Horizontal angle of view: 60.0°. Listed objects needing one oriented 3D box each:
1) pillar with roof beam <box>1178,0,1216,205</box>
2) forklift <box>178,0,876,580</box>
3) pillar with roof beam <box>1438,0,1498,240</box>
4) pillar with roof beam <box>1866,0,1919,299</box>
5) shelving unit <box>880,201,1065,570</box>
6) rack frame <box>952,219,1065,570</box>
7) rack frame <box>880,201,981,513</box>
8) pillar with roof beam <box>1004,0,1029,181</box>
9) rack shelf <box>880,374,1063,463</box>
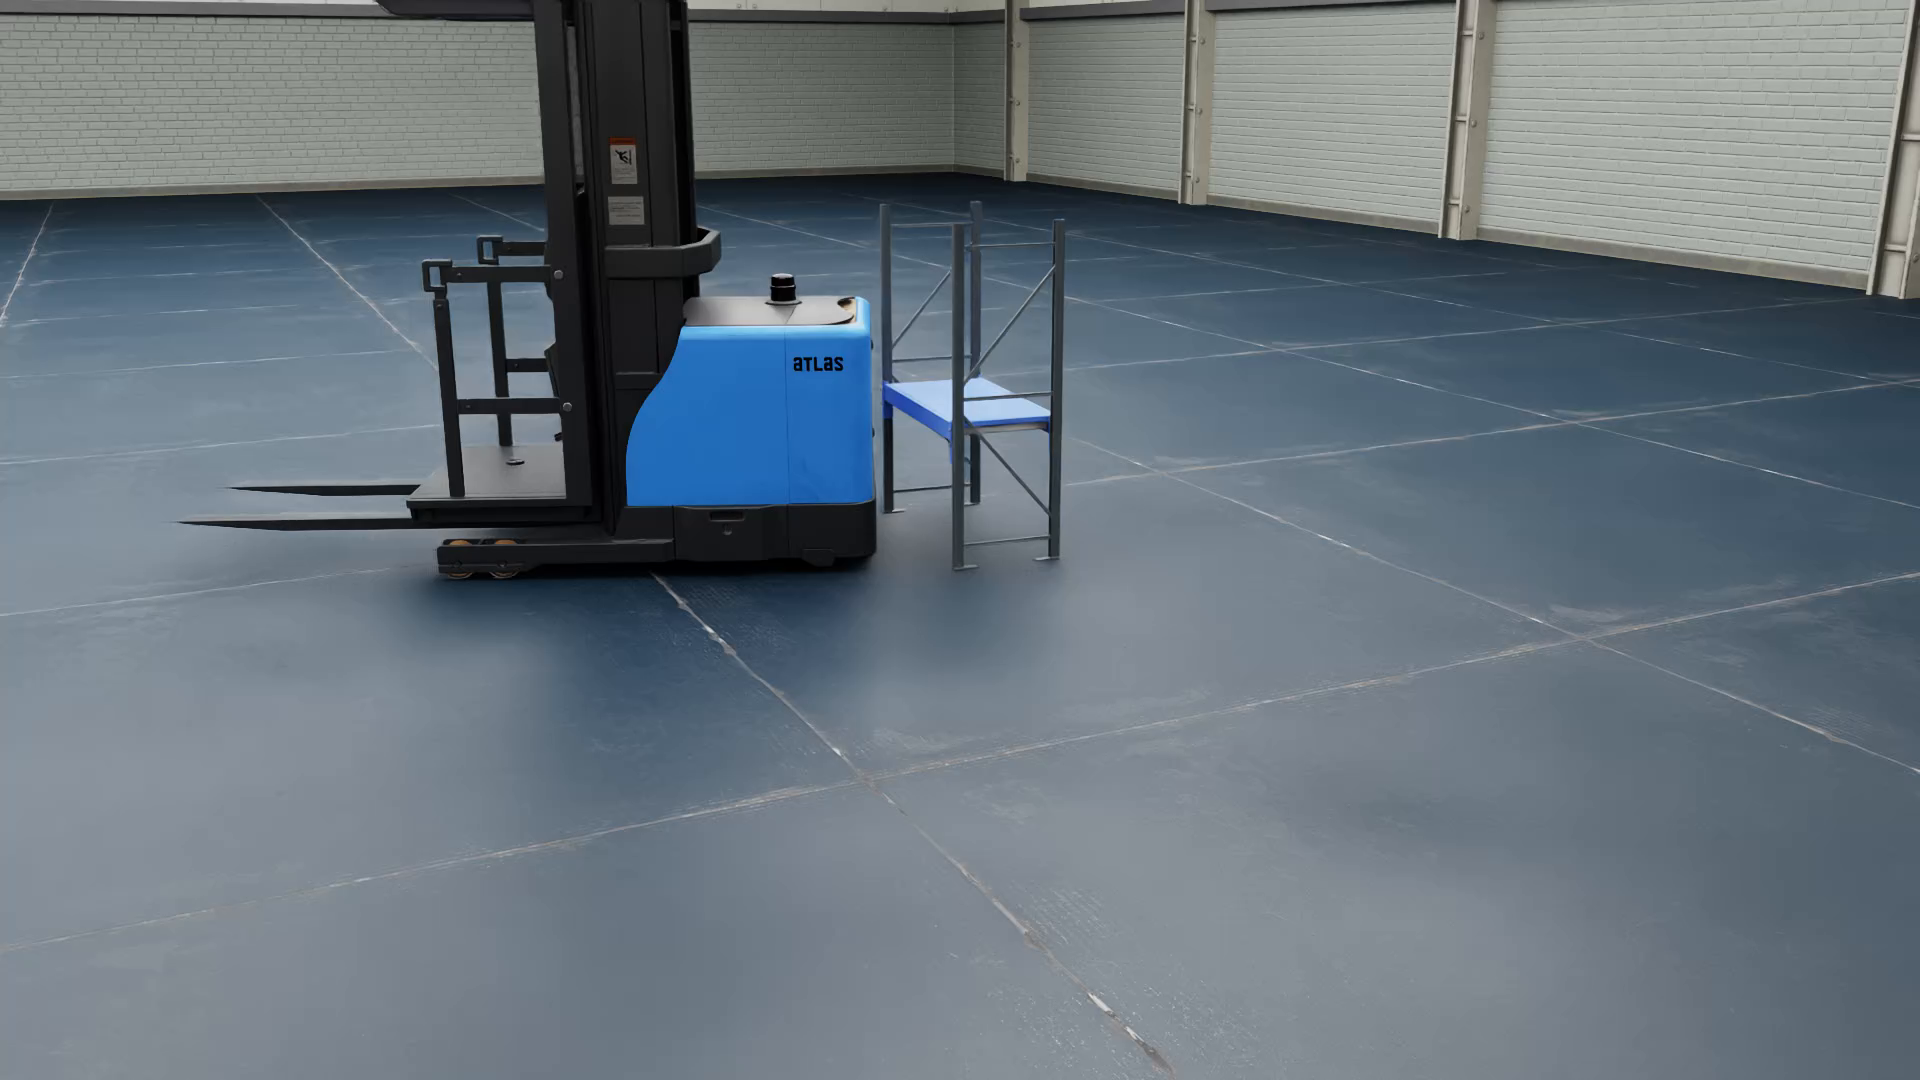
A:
[{"bbox_3d":[-0.190,-9.117,23.206,9.100,9.000,0.400,-8,18,-25],"label":"pillar with roof beam"},{"bbox_3d":[-1.904,-1.389,7.276,3.031,2.935,1.130,-1,16,-3],"label":"forklift"},{"bbox_3d":[2.439,-7.629,18.022,9.100,9.000,0.400,-8,18,-25],"label":"pillar with roof beam"},{"bbox_3d":[5.067,-6.141,12.837,9.100,9.000,0.400,-8,18,-25],"label":"pillar with roof beam"},{"bbox_3d":[0.034,-0.747,7.635,0.538,1.500,1.048,-6,17,-19],"label":"shelving unit"},{"bbox_3d":[0.206,-0.615,7.175,0.500,1.500,0.032,-6,17,-19],"label":"rack frame"},{"bbox_3d":[-0.137,-0.879,8.095,0.500,1.500,0.032,-6,17,-19],"label":"rack frame"},{"bbox_3d":[-2.818,-10.605,28.390,9.100,9.000,0.400,-8,18,-25],"label":"pillar with roof beam"},{"bbox_3d":[0.034,-0.574,7.685,0.538,0.185,1.000,-6,17,-19],"label":"rack shelf"}]
